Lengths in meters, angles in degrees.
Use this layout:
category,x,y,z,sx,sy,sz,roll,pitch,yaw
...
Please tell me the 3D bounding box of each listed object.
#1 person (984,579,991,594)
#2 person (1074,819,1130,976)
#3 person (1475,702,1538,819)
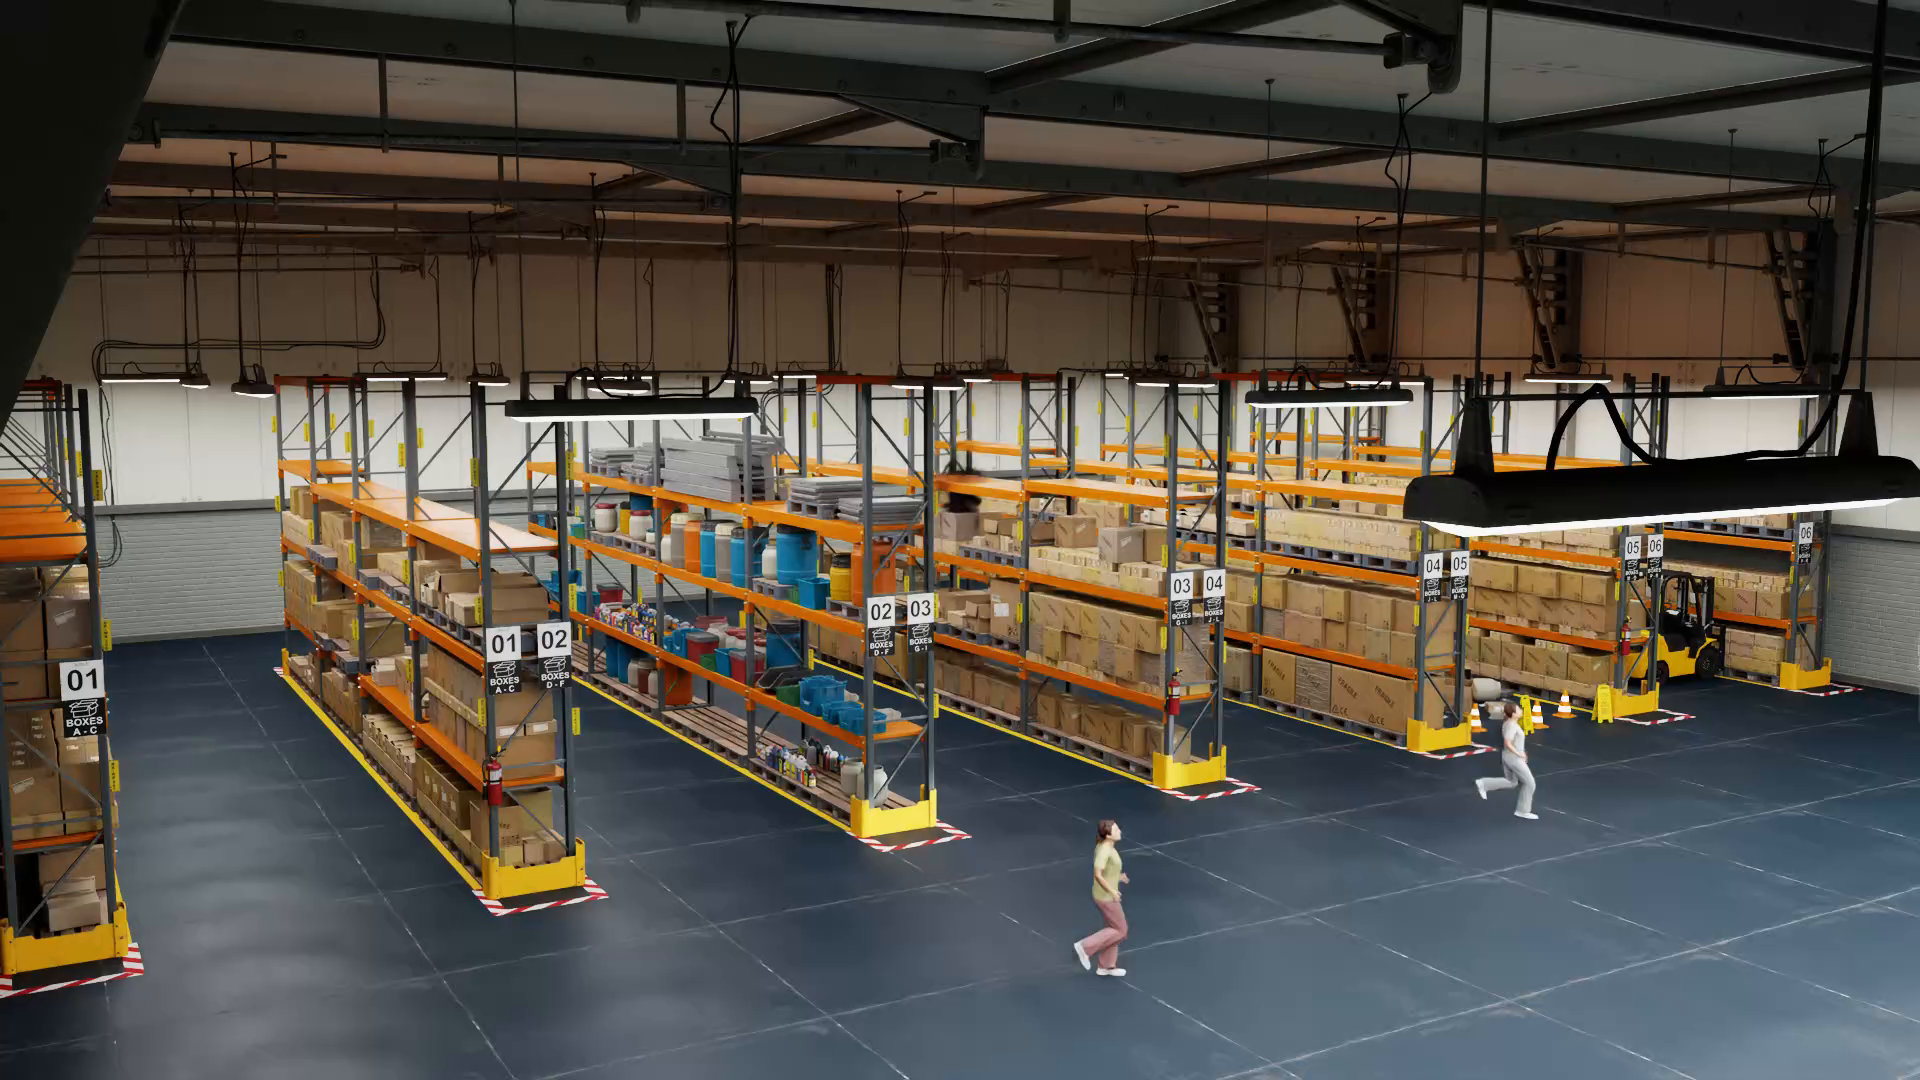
category,x,y,z,sx,sy,sz,roll,pitch,yaw
person,0.679,1.611,36.263,0.520,1.578,0.917,-4,8,-34
person,1.460,3.664,17.082,0.589,1.639,0.575,0,6,-1
person,7.574,3.039,22.956,0.825,1.630,0.560,0,6,4
